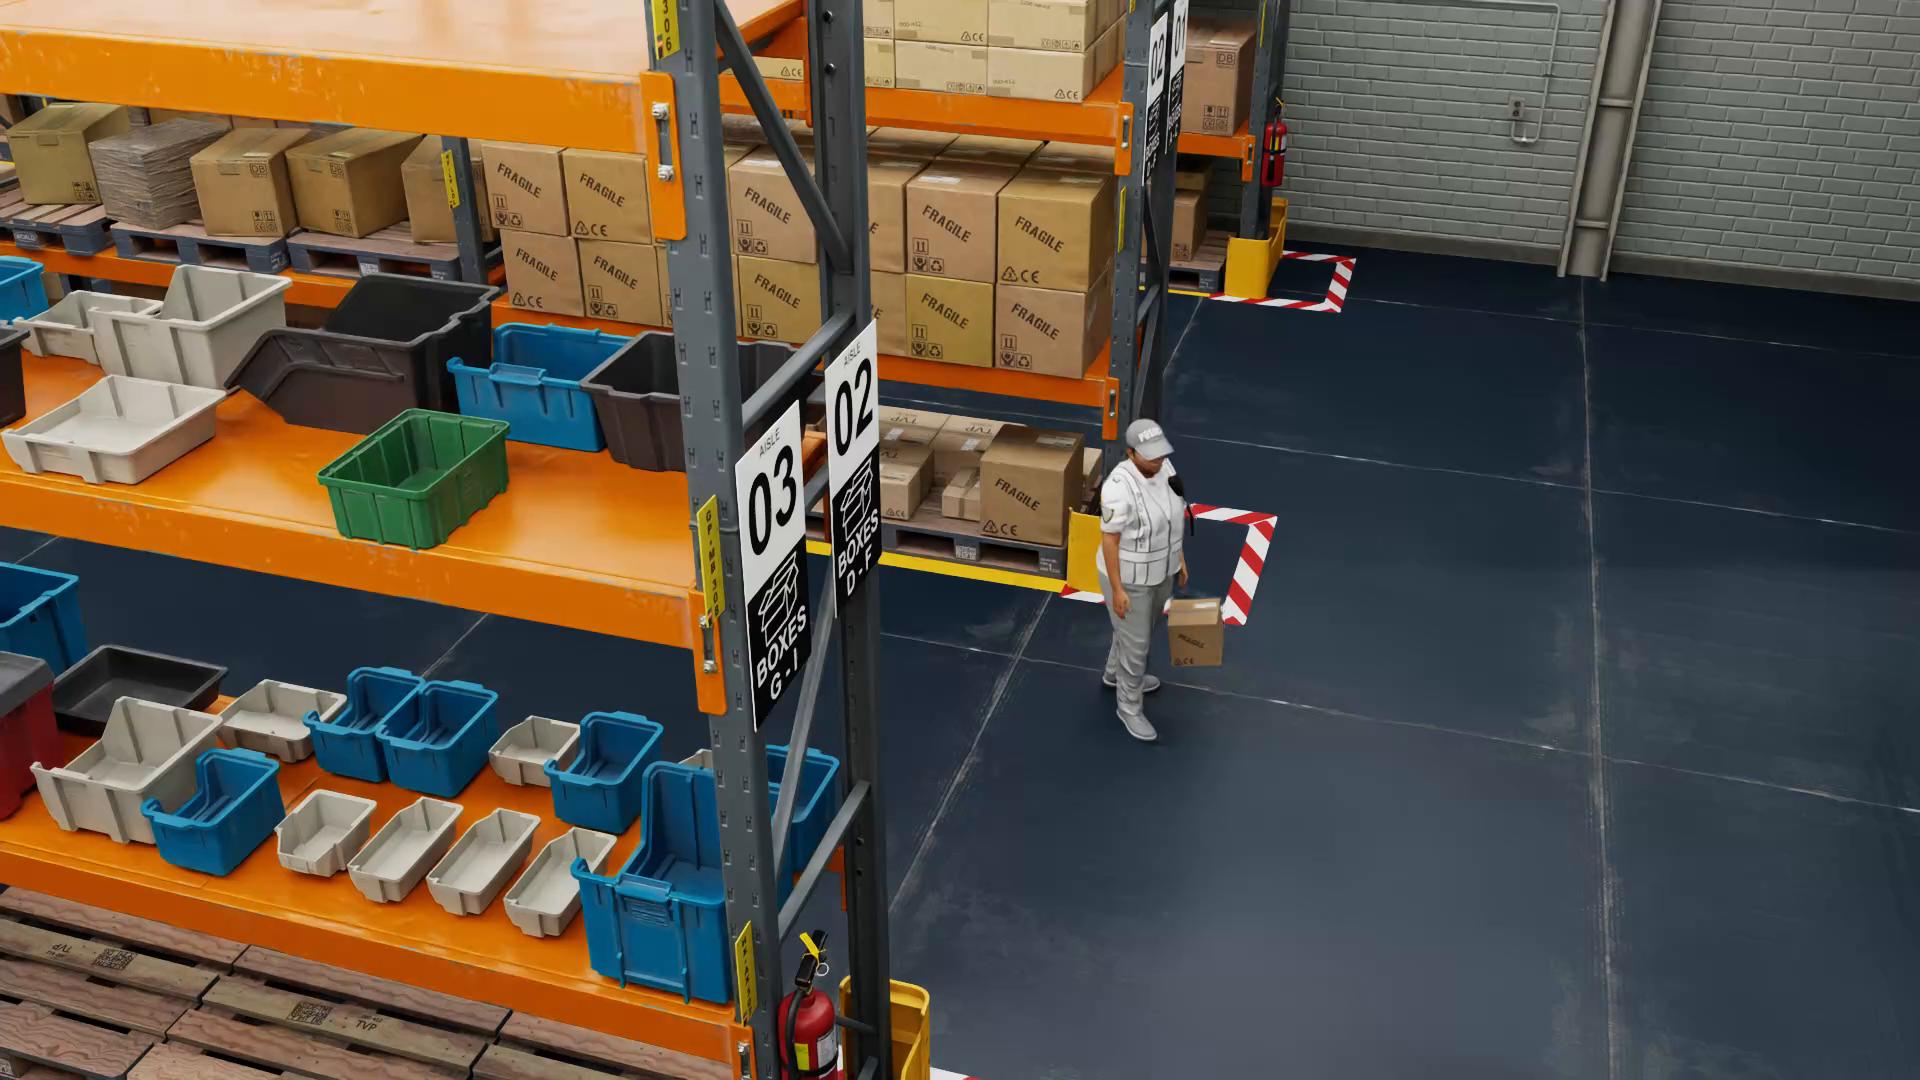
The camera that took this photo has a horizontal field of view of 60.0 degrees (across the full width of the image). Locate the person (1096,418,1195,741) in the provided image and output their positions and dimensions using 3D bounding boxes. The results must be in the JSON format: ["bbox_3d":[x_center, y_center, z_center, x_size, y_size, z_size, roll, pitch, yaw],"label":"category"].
[{"bbox_3d":[0.889,0.156,8.217,0.524,1.664,0.540,26,38,38],"label":"person"}]
